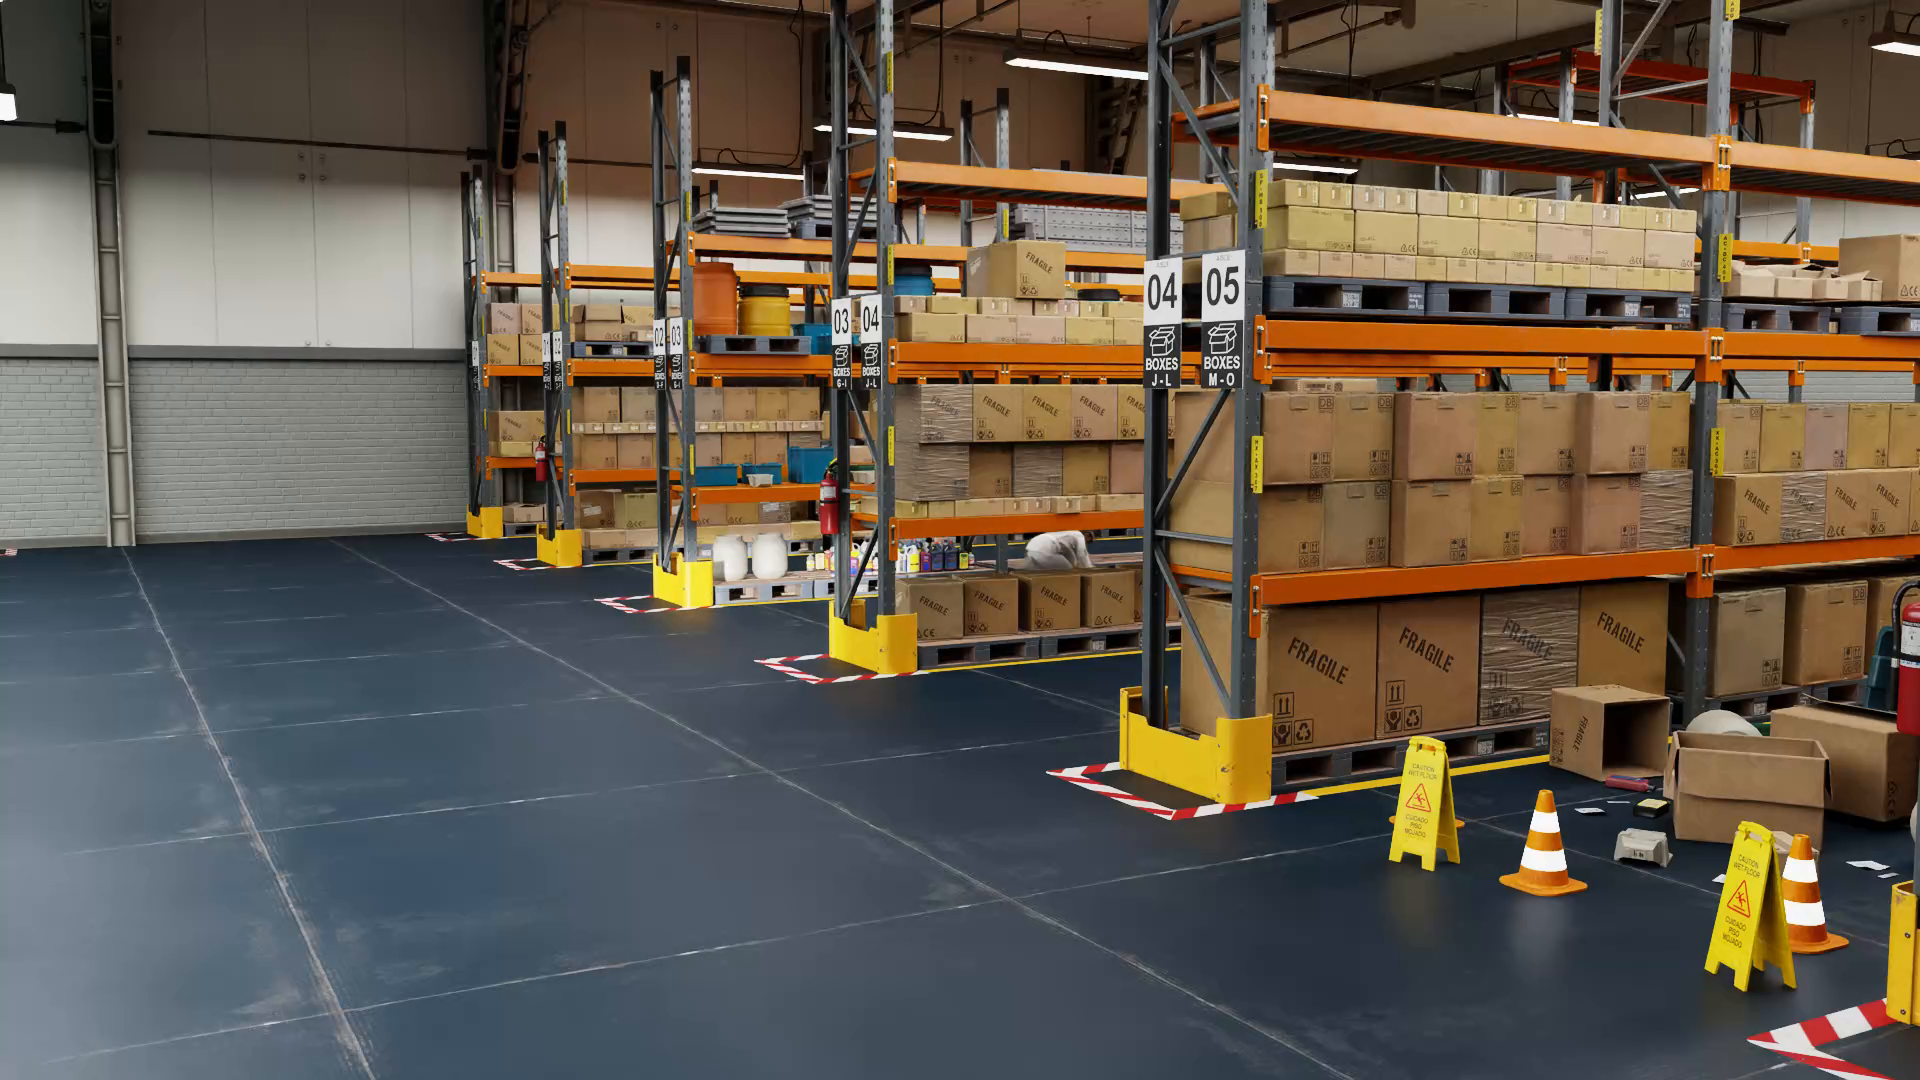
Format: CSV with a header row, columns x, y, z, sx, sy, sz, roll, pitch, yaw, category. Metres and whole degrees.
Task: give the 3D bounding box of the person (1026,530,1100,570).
x,y,z,sx,sy,sz,roll,pitch,yaw,category
1.148,0.276,18.264,0.911,0.982,0.469,-3,6,-31,person
